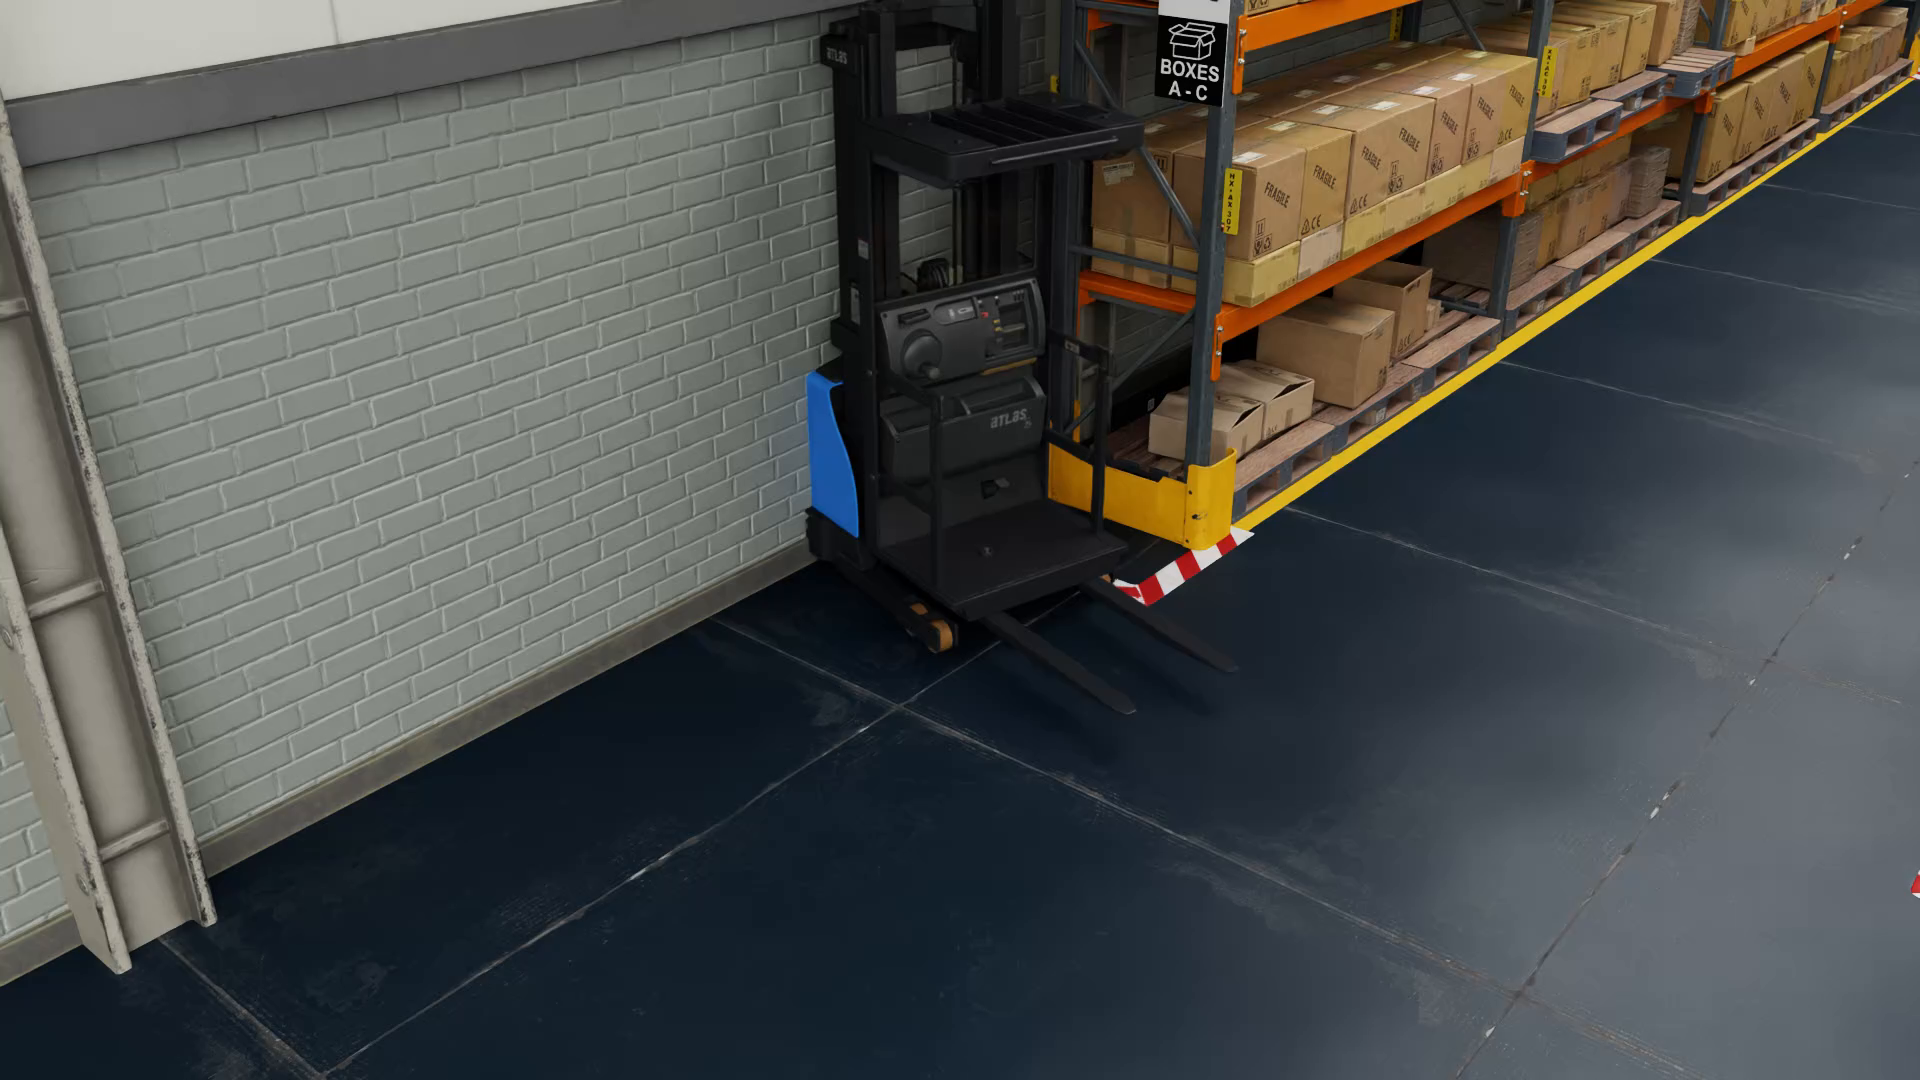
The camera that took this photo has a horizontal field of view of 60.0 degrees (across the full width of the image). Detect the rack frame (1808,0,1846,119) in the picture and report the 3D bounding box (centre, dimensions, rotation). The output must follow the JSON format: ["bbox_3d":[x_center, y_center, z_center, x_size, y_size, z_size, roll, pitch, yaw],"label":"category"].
[{"bbox_3d":[8.568,-5.721,17.044,1.000,3.000,0.127,21,34,34],"label":"rack frame"}]

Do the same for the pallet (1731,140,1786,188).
[{"bbox_3d":[7.360,-3.752,16.273,1.003,0.211,1.213,21,34,34],"label":"pallet"}]

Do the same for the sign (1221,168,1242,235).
[{"bbox_3d":[1.354,-1.692,8.314,0.100,0.325,0.005,21,34,34],"label":"sign"}]

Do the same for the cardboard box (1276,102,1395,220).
[{"bbox_3d":[2.127,-2.177,9.518,0.500,0.500,0.500,19,33,33],"label":"cardboard box"}]

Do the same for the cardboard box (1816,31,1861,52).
[{"bbox_3d":[9.482,-5.388,17.959,0.380,0.149,0.250,22,35,36],"label":"cardboard box"}]

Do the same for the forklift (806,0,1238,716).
[{"bbox_3d":[0.143,-0.997,7.987,1.130,2.935,3.031,-18,32,-30],"label":"forklift"}]

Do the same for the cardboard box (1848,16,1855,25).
[{"bbox_3d":[10.027,-5.970,19.083,0.380,0.149,0.250,21,34,35],"label":"cardboard box"}]

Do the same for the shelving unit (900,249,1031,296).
[{"bbox_3d":[-0.015,-0.924,9.200,0.755,1.500,0.431,-14,35,-27],"label":"shelving unit"}]

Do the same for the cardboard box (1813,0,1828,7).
[{"bbox_3d":[8.152,-5.485,16.134,0.500,0.500,0.500,21,34,35],"label":"cardboard box"}]

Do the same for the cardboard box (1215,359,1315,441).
[{"bbox_3d":[1.808,-0.889,10.150,0.500,0.311,0.500,24,36,38],"label":"cardboard box"}]

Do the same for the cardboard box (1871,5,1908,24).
[{"bbox_3d":[10.803,-6.127,19.387,0.380,0.149,0.250,20,34,34],"label":"cardboard box"}]

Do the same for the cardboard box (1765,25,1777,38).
[{"bbox_3d":[7.379,-4.796,15.508,0.380,0.149,0.250,21,34,35],"label":"cardboard box"}]

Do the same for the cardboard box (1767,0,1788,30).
[{"bbox_3d":[7.187,-4.944,15.088,0.500,0.500,0.500,21,34,34],"label":"cardboard box"}]

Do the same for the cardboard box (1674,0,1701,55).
[{"bbox_3d":[5.733,-4.373,13.851,0.700,0.500,0.500,16,32,29],"label":"cardboard box"}]

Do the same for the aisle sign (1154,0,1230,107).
[{"bbox_3d":[1.121,-2.508,8.004,0.394,0.787,0.004,21,34,34],"label":"aisle sign"}]

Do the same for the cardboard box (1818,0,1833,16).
[{"bbox_3d":[8.429,-5.319,16.519,0.380,0.149,0.250,21,34,35],"label":"cardboard box"}]

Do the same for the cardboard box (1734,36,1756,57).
[{"bbox_3d":[6.814,-4.405,14.753,0.380,0.149,0.250,22,35,36],"label":"cardboard box"}]

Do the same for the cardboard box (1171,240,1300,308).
[{"bbox_3d":[1.491,-1.489,9.005,0.500,0.250,0.500,20,33,33],"label":"cardboard box"}]

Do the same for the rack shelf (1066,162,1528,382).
[{"bbox_3d":[2.208,-1.856,10.356,1.077,0.370,4.000,21,34,34],"label":"rack shelf"}]

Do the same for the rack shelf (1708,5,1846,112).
[{"bbox_3d":[7.296,-4.692,15.839,1.077,0.370,4.000,21,34,34],"label":"rack shelf"}]

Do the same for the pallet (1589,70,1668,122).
[{"bbox_3d":[4.797,-3.504,12.967,1.003,0.211,1.213,21,34,34],"label":"pallet"}]

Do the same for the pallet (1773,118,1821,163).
[{"bbox_3d":[8.136,-4.187,17.113,1.003,0.211,1.213,21,34,34],"label":"pallet"}]

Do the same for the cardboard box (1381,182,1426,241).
[{"bbox_3d":[2.462,-2.034,10.060,0.500,0.250,0.500,21,34,35],"label":"cardboard box"}]

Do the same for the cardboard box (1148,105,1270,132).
[{"bbox_3d":[1.399,-2.146,9.460,0.500,0.500,0.500,21,34,35],"label":"cardboard box"}]

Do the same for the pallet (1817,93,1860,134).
[{"bbox_3d":[9.112,-4.729,18.162,1.003,0.211,1.213,21,34,34],"label":"pallet"}]

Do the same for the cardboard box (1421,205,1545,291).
[{"bbox_3d":[3.935,-2.235,12.548,0.700,0.500,0.500,22,35,36],"label":"cardboard box"}]

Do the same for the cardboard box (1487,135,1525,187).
[{"bbox_3d":[3.412,-2.570,11.095,0.500,0.250,0.500,21,34,35],"label":"cardboard box"}]

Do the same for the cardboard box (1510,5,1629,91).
[{"bbox_3d":[4.586,-3.733,12.614,0.500,0.500,0.700,-23,35,-37],"label":"cardboard box"}]

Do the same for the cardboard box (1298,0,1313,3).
[{"bbox_3d":[1.710,-3.077,8.539,0.500,0.500,0.500,23,35,38],"label":"cardboard box"}]

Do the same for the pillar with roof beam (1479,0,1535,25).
[{"bbox_3d":[7.852,-5.501,10.090,9.100,9.000,0.400,21,34,34],"label":"pillar with roof beam"}]

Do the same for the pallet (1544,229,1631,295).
[{"bbox_3d":[4.750,-2.357,13.576,1.003,0.211,1.213,21,34,34],"label":"pallet"}]

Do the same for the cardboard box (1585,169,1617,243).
[{"bbox_3d":[4.895,-2.784,13.609,0.700,0.500,0.500,21,34,34],"label":"cardboard box"}]

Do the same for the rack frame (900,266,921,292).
[{"bbox_3d":[-0.331,-0.842,9.034,0.023,1.500,0.400,-14,35,-27],"label":"rack frame"}]

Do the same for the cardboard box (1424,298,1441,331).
[{"bbox_3d":[3.163,-1.623,11.727,0.380,0.166,0.250,16,31,28],"label":"cardboard box"}]

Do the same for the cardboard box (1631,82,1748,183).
[{"bbox_3d":[6.593,-3.757,15.130,0.750,0.750,0.750,20,34,34],"label":"cardboard box"}]

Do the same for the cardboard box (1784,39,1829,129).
[{"bbox_3d":[8.255,-4.684,16.923,0.750,0.750,0.750,21,34,35],"label":"cardboard box"}]

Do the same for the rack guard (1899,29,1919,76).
[{"bbox_3d":[11.128,-6.037,20.376,1.175,0.500,0.348,21,34,34],"label":"rack guard"}]

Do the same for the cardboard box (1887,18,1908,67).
[{"bbox_3d":[10.745,-5.938,19.727,0.700,0.500,0.500,21,34,34],"label":"cardboard box"}]

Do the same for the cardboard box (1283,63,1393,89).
[{"bbox_3d":[2.366,-2.697,10.524,0.500,0.500,0.500,22,34,36],"label":"cardboard box"}]

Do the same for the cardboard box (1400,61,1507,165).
[{"bbox_3d":[3.105,-2.723,10.575,0.500,0.500,0.500,21,34,34],"label":"cardboard box"}]

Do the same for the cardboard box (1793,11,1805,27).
[{"bbox_3d":[7.901,-5.062,16.023,0.380,0.149,0.250,21,34,34],"label":"cardboard box"}]

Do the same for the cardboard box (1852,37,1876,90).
[{"bbox_3d":[9.773,-5.391,18.669,0.700,0.500,0.500,22,34,36],"label":"cardboard box"}]

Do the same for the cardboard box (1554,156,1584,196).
[{"bbox_3d":[4.541,-2.911,13.038,0.500,0.250,0.500,20,33,33],"label":"cardboard box"}]
